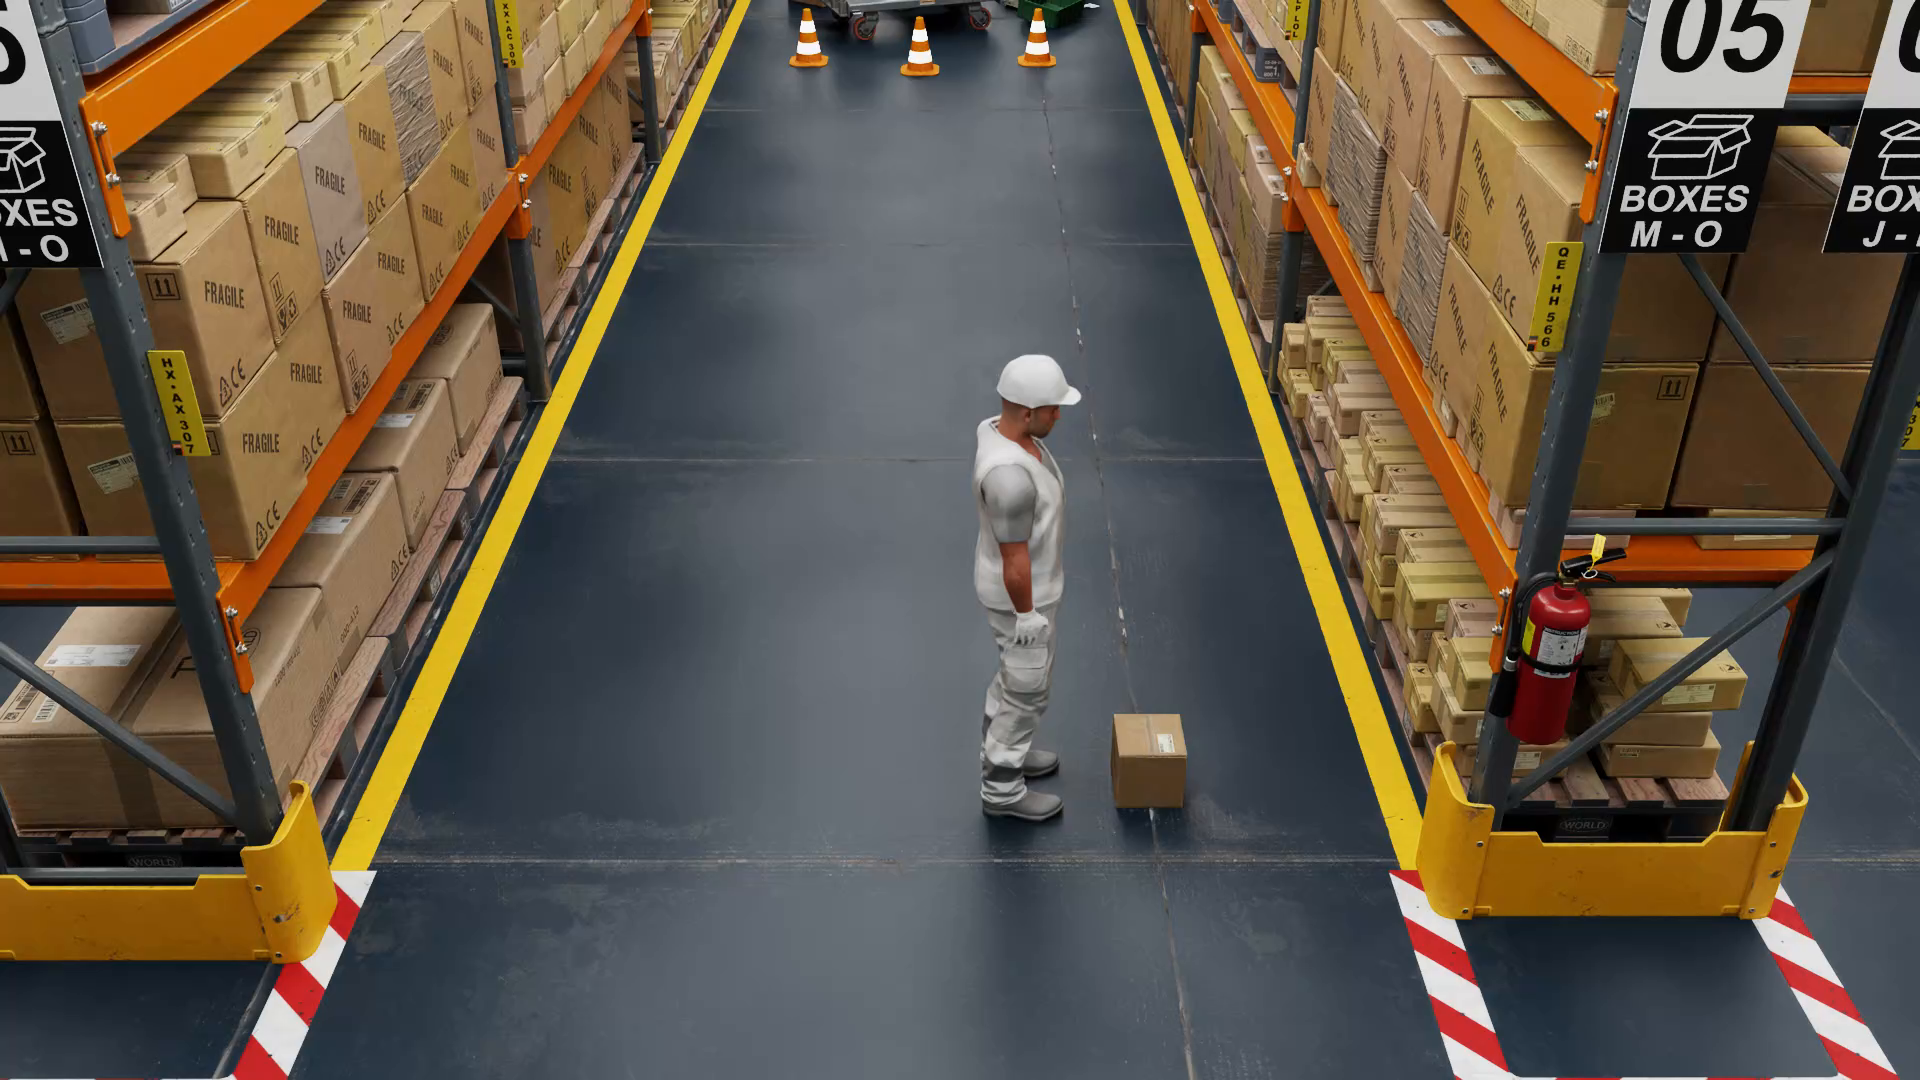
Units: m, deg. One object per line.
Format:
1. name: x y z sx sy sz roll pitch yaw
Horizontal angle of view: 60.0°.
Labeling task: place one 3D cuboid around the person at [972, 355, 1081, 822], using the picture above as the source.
1. person: 0.219 0.167 5.845 0.358 1.776 0.528 0 31 1
